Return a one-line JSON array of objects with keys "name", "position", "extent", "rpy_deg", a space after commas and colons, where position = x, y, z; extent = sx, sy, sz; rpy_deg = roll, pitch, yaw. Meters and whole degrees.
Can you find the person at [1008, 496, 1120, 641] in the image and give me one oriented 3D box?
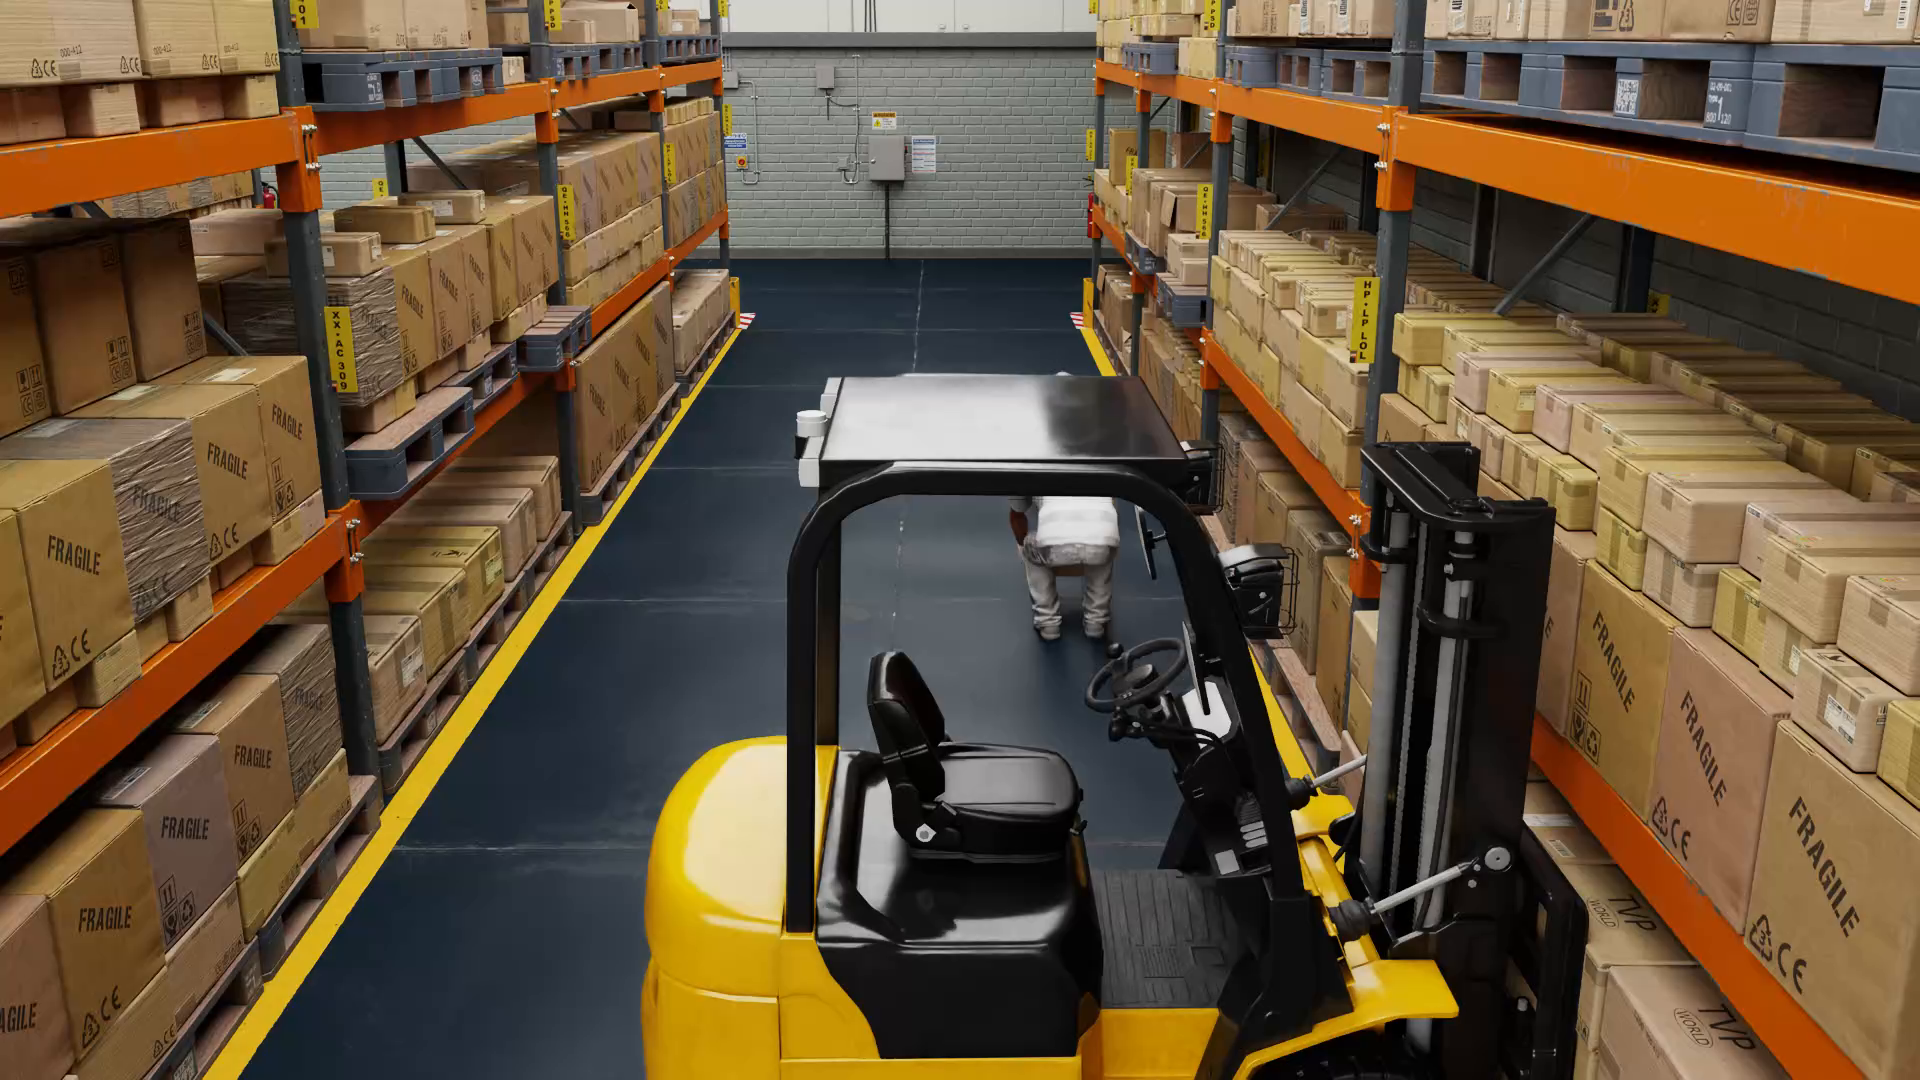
[{"name": "person", "position": [0.555, -0.053, 8.880], "extent": [0.581, 1.090, 0.878], "rpy_deg": [0, 17, -1]}]
